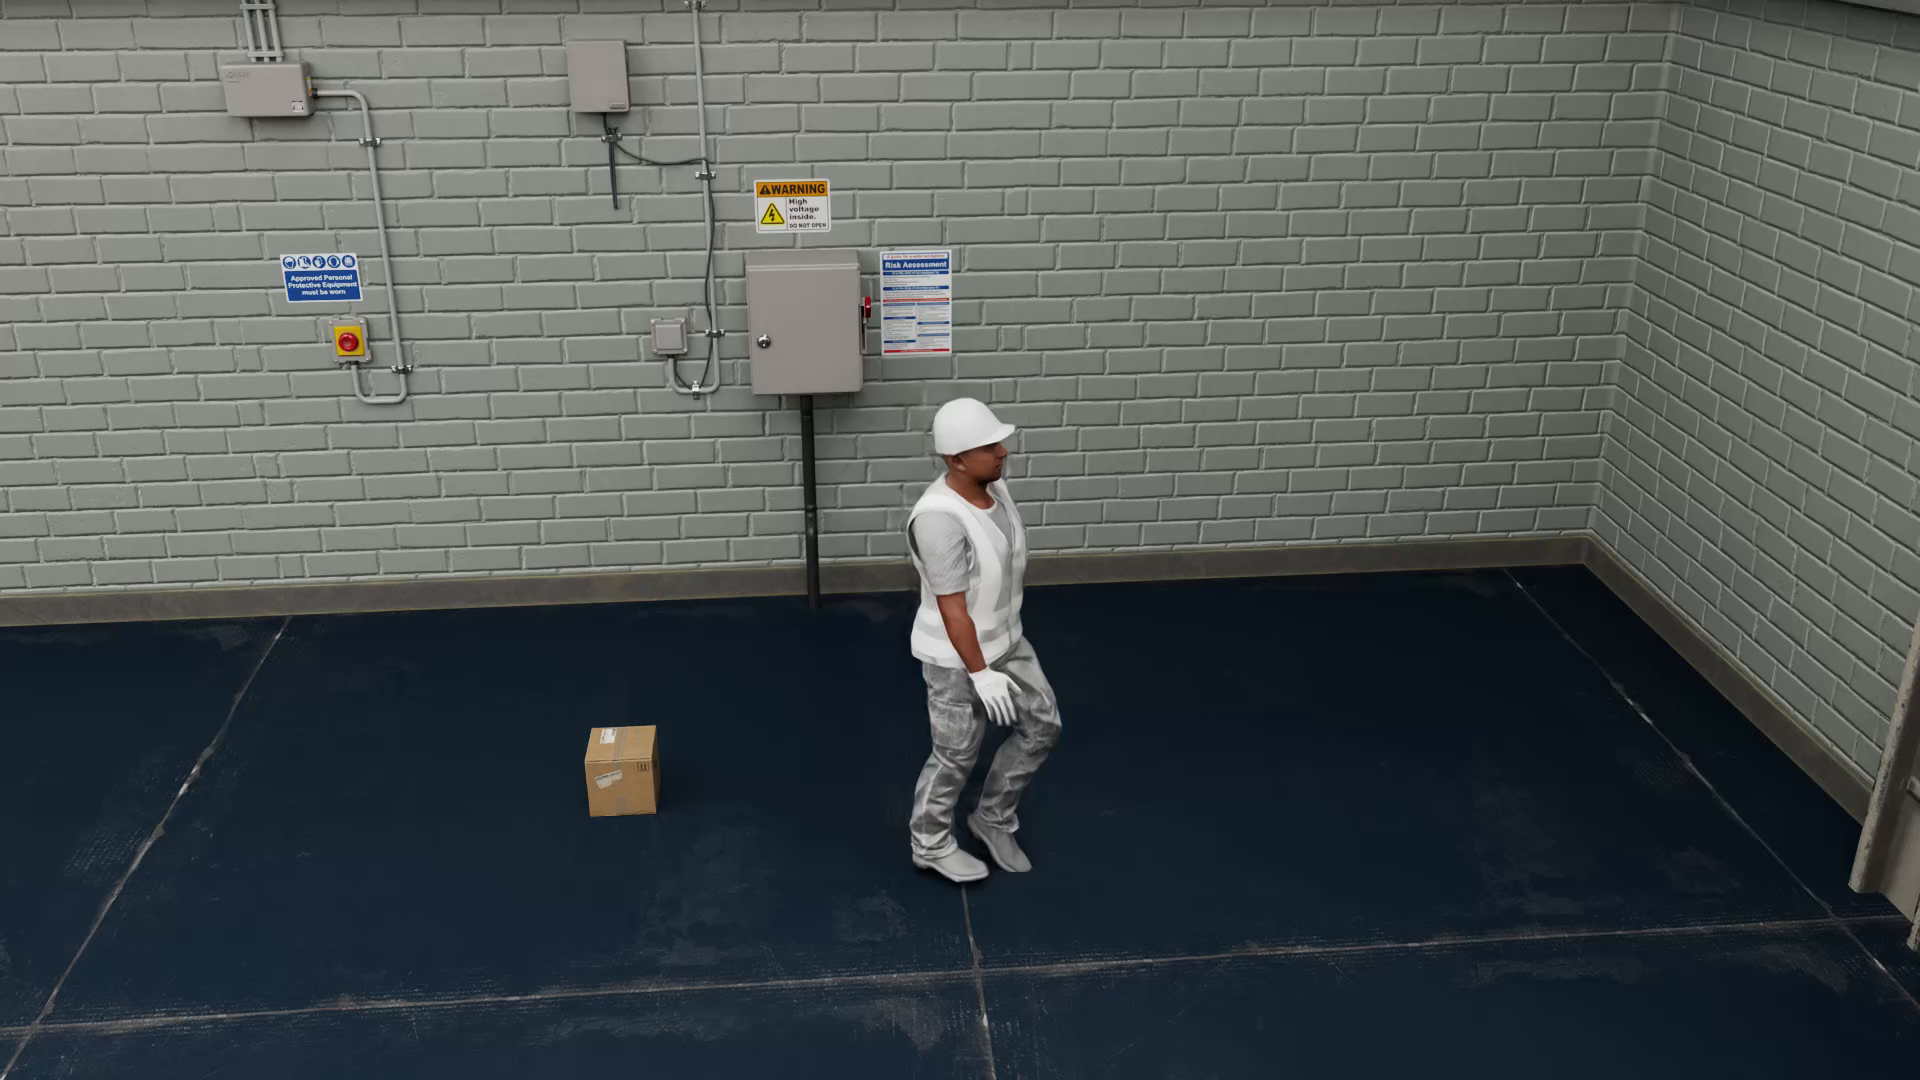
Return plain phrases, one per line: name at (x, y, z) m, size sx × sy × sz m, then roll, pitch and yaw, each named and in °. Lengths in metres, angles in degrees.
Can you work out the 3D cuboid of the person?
person at (0.076, 0.398, 5.670) m, size 0.486 × 1.837 × 0.564 m, roll 11°, pitch 26°, yaw 24°
